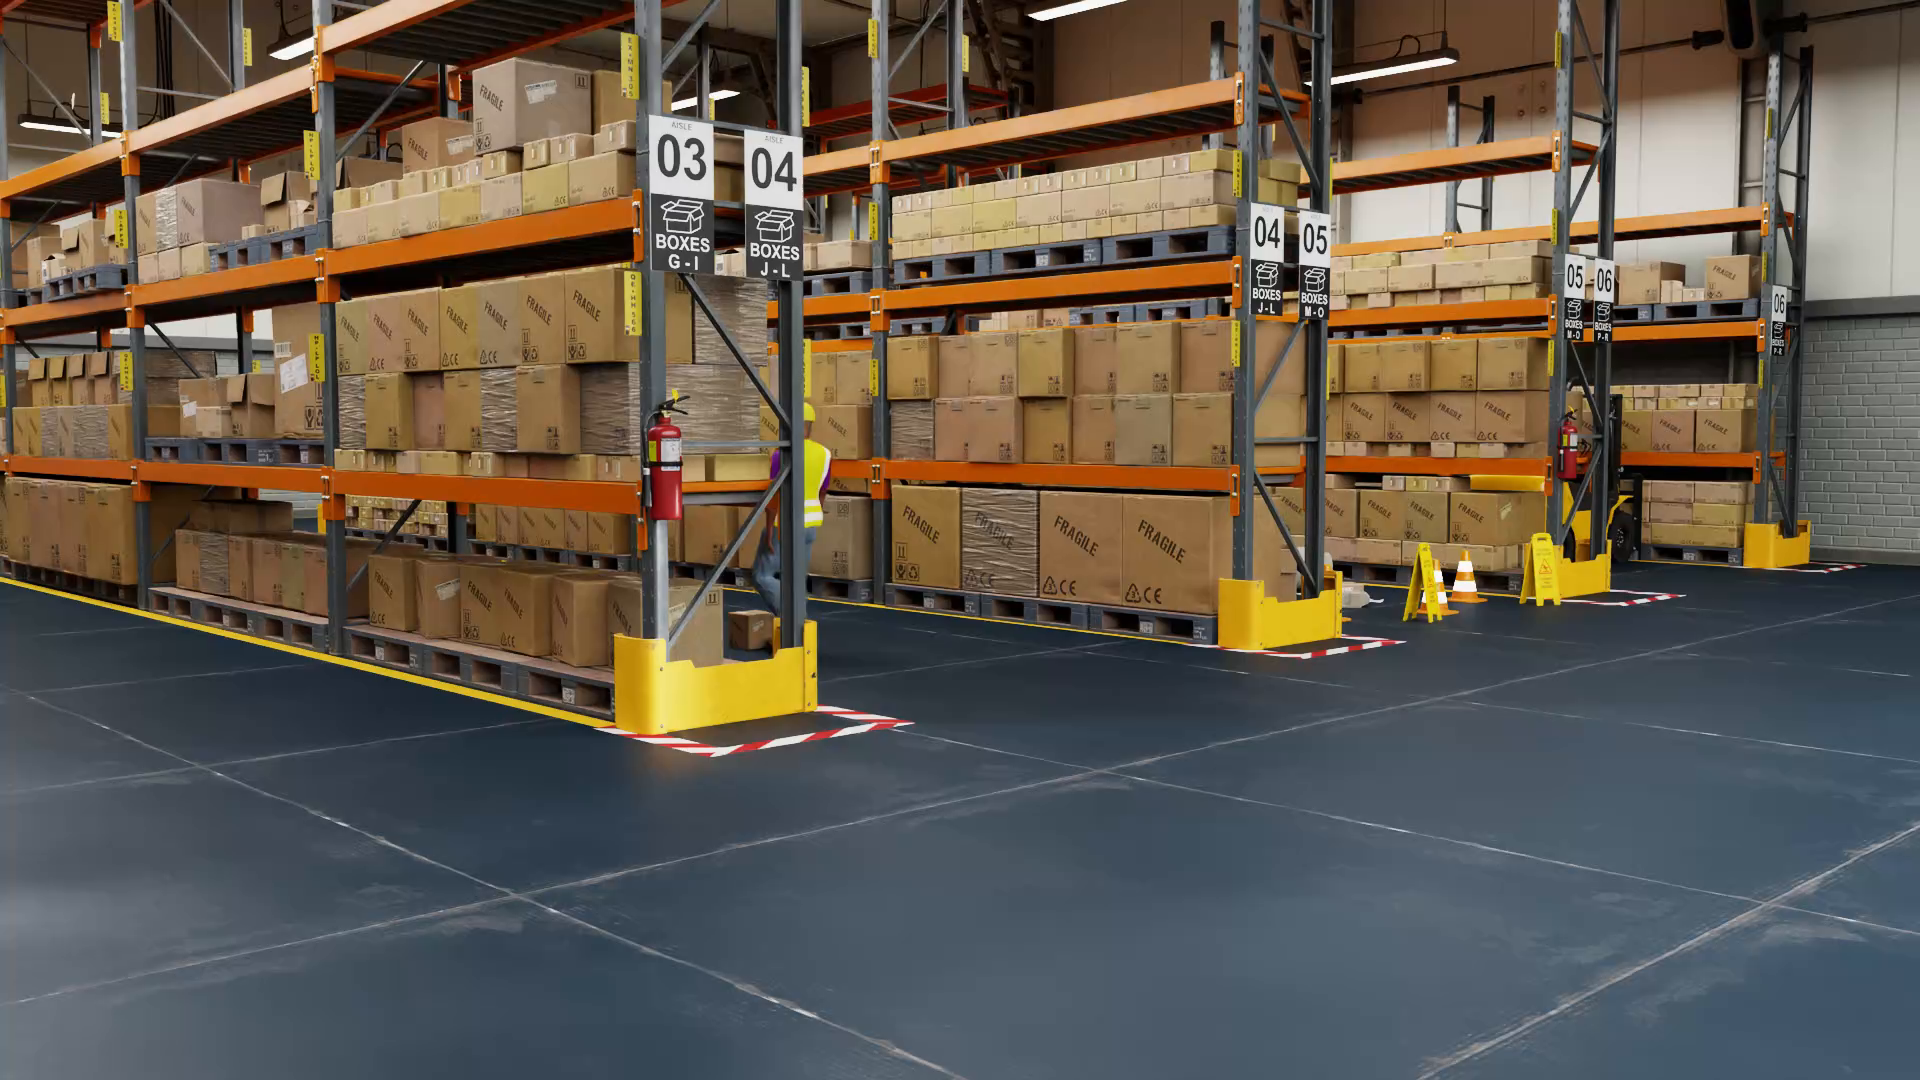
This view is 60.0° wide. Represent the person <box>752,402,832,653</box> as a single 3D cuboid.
[{"bbox_3d":[-1.228,-0.093,11.790,0.572,1.765,0.598,3,5,41],"label":"person"}]
